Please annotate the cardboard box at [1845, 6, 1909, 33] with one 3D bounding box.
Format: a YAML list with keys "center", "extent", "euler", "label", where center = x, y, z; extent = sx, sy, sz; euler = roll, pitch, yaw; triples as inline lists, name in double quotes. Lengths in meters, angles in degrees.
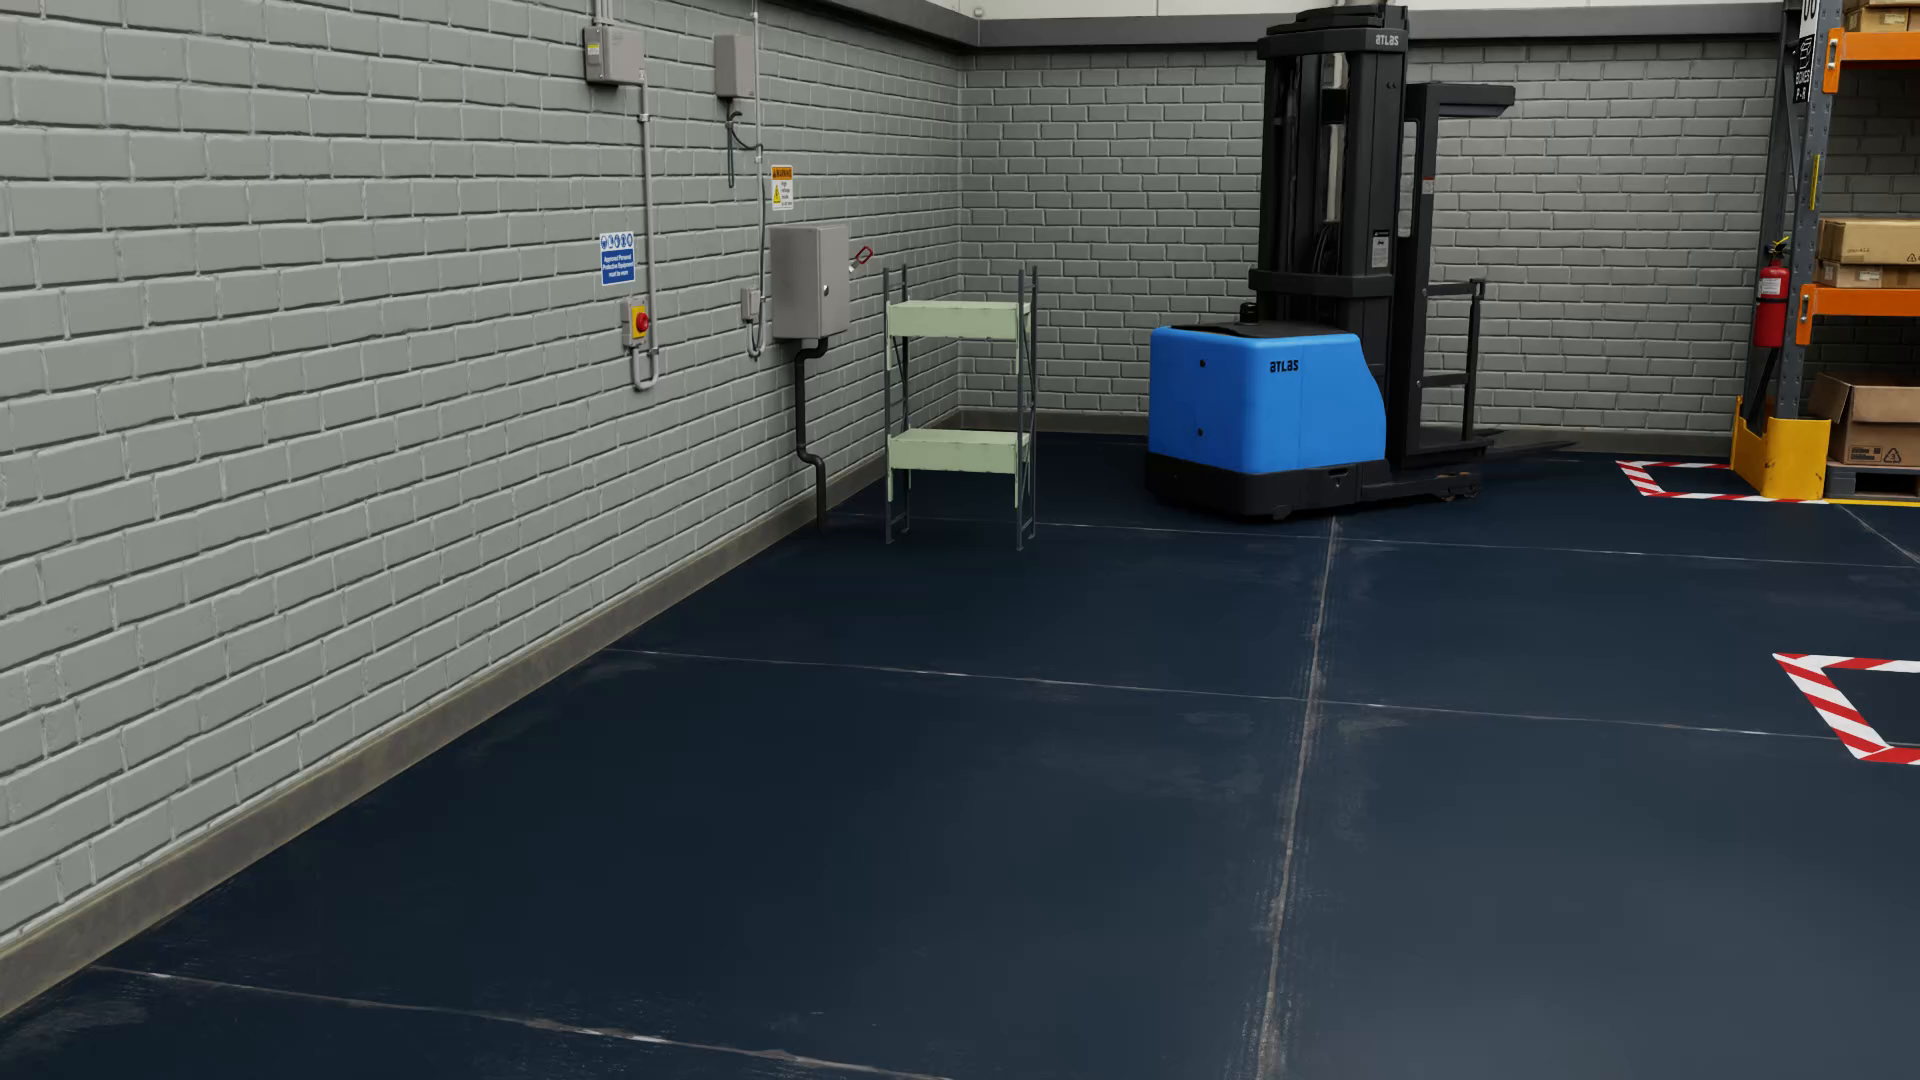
- center: [5.521, -3.118, 10.018]
  extent: [0.250, 0.149, 0.380]
  euler: [3, 13, 15]
  label: "cardboard box"

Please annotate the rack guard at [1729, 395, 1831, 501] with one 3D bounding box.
- center: [5.341, -0.618, 10.864]
  extent: [0.348, 0.500, 1.175]
  euler: [3, 13, 14]
  label: "rack guard"

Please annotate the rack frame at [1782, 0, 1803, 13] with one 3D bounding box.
- center: [5.267, -4.771, 9.961]
  extent: [0.127, 3.000, 1.000]
  euler: [3, 13, 14]
  label: "rack frame"

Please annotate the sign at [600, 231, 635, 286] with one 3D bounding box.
- center: [-1.469, -1.211, 7.141]
  extent: [0.001, 0.218, 0.327]
  euler: [3, 13, 14]
  label: "sign"

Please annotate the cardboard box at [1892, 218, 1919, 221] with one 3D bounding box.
- center: [6.278, -1.919, 10.617]
  extent: [0.500, 0.250, 0.500]
  euler: [3, 13, 14]
  label: "cardboard box"

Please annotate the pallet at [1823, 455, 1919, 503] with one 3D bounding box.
- center: [6.115, -0.435, 10.709]
  extent: [1.213, 0.211, 1.003]
  euler: [3, 13, 14]
  label: "pallet"

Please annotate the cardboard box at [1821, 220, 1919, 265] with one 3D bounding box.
- center: [5.643, -1.834, 10.233]
  extent: [0.500, 0.250, 0.500]
  euler: [3, 13, 14]
  label: "cardboard box"

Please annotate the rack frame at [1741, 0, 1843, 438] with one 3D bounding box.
- center: [5.267, -1.842, 10.611]
  extent: [0.127, 3.000, 1.000]
  euler: [3, 13, 14]
  label: "rack frame"

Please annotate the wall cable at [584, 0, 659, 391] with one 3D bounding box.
- center: [-1.398, -1.597, 7.088]
  extent: [0.123, 1.953, 0.585]
  euler: [3, 13, 14]
  label: "wall cable"

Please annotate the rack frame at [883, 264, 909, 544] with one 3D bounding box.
- center: [-0.349, -0.751, 9.155]
  extent: [0.023, 1.500, 0.400]
  euler: [3, 13, 14]
  label: "rack frame"

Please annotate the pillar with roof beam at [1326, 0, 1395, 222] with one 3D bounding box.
- center: [1.834, -4.195, 7.366]
  extent: [0.400, 9.000, 9.100]
  euler: [3, 13, 14]
  label: "pillar with roof beam"

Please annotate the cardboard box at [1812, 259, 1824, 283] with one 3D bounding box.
- center: [5.653, -1.759, 10.815]
  extent: [0.250, 0.149, 0.380]
  euler: [3, 13, 13]
  label: "cardboard box"

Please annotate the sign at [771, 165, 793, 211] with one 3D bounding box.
- center: [-0.968, -1.922, 9.065]
  extent: [0.001, 0.242, 0.339]
  euler: [3, 13, 14]
  label: "sign"

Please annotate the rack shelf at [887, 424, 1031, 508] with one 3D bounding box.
- center: [0.006, -0.414, 9.140]
  extent: [0.720, 0.370, 0.431]
  euler: [3, 13, 14]
  label: "rack shelf"

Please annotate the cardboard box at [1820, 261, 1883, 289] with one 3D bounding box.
- center: [5.521, -1.645, 10.301]
  extent: [0.250, 0.149, 0.380]
  euler: [3, 13, 13]
  label: "cardboard box"

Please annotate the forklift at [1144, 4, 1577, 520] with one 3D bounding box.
- center: [2.675, -1.759, 10.397]
  extent: [3.031, 2.935, 1.130]
  euler: [-7, 15, -30]
  label: "forklift"

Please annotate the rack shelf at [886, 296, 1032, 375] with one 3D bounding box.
- center: [0.006, -1.113, 8.985]
  extent: [0.720, 0.370, 0.431]
  euler: [3, 13, 14]
  label: "rack shelf"

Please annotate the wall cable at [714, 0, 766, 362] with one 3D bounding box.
- center: [-1.070, -1.881, 8.439]
  extent: [0.122, 1.984, 0.588]
  euler: [3, 13, 14]
  label: "wall cable"

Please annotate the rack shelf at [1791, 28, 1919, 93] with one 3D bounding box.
- center: [7.209, -2.851, 9.896]
  extent: [4.000, 0.370, 1.077]
  euler: [3, 13, 14]
  label: "rack shelf"

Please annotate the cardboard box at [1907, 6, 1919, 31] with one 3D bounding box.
- center: [5.782, -3.110, 9.982]
  extent: [0.250, 0.149, 0.380]
  euler: [3, 13, 15]
  label: "cardboard box"

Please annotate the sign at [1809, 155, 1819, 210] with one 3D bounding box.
- center: [5.138, -2.150, 10.003]
  extent: [0.005, 0.325, 0.100]
  euler: [3, 13, 14]
  label: "sign"

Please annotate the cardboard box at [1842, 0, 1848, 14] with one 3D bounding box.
- center: [5.764, -3.413, 10.424]
  extent: [0.500, 0.250, 0.500]
  euler: [3, 13, 13]
  label: "cardboard box"

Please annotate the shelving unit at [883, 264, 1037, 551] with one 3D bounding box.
- center: [0.006, -0.732, 9.070]
  extent: [0.755, 1.500, 0.431]
  euler: [3, 13, 14]
  label: "shelving unit"

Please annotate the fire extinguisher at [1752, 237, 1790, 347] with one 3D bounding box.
- center: [5.014, -1.533, 10.256]
  extent: [0.183, 0.674, 0.296]
  euler: [3, 13, 14]
  label: "fire extinguisher"

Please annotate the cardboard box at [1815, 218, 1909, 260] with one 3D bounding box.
- center: [5.778, -1.946, 10.739]
  extent: [0.500, 0.250, 0.500]
  euler: [3, 13, 15]
  label: "cardboard box"

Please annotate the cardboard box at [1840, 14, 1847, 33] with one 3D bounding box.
- center: [5.633, -3.216, 10.457]
  extent: [0.250, 0.149, 0.380]
  euler: [3, 13, 15]
  label: "cardboard box"

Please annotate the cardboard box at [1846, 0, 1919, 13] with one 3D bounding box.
- center: [5.633, -3.298, 9.907]
  extent: [0.500, 0.250, 0.500]
  euler: [3, 13, 13]
  label: "cardboard box"

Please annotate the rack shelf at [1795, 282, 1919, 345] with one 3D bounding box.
- center: [7.209, -1.387, 10.221]
  extent: [4.000, 0.370, 1.077]
  euler: [3, 13, 14]
  label: "rack shelf"

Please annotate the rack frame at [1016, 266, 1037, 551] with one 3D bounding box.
- center: [0.362, -0.713, 8.984]
  extent: [0.023, 1.500, 0.400]
  euler: [3, 13, 14]
  label: "rack frame"

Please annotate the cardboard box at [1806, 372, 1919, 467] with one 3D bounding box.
- center: [5.838, -0.777, 10.603]
  extent: [0.637, 0.503, 0.797]
  euler: [3, 13, 11]
  label: "cardboard box"

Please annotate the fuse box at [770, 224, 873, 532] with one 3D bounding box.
- center: [-0.753, -0.891, 9.298]
  extent: [0.414, 1.711, 0.539]
  euler: [3, 13, 14]
  label: "fuse box"

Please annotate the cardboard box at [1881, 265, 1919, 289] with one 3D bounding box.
- center: [5.779, -1.641, 10.285]
  extent: [0.250, 0.149, 0.380]
  euler: [3, 13, 15]
  label: "cardboard box"

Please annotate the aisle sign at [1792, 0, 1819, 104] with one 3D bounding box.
- center: [5.131, -3.053, 10.067]
  extent: [0.004, 0.787, 0.394]
  euler: [3, 13, 14]
  label: "aisle sign"
